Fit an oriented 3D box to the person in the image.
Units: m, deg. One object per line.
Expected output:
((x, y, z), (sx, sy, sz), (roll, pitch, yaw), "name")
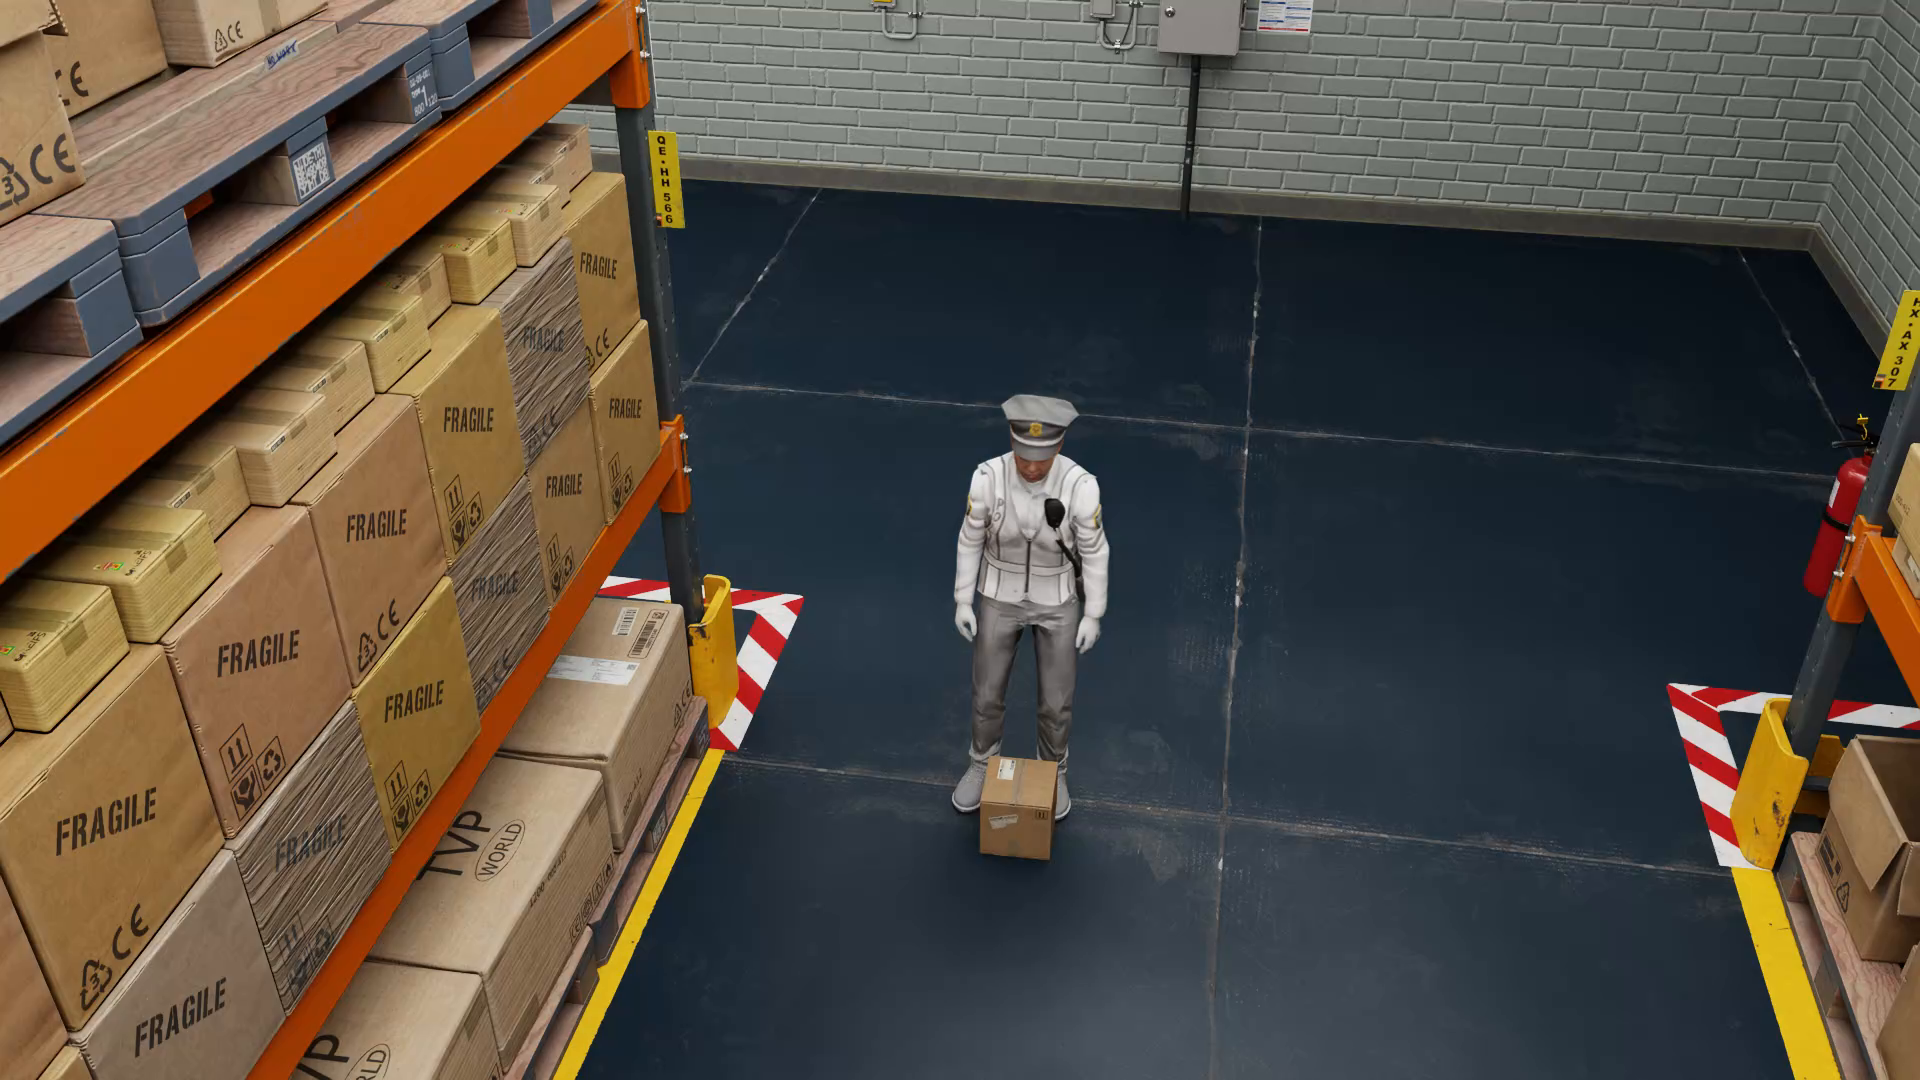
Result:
((0.242, 0.236, 5.766), (0.529, 1.663, 0.374), (5, 33, 8), "person")
